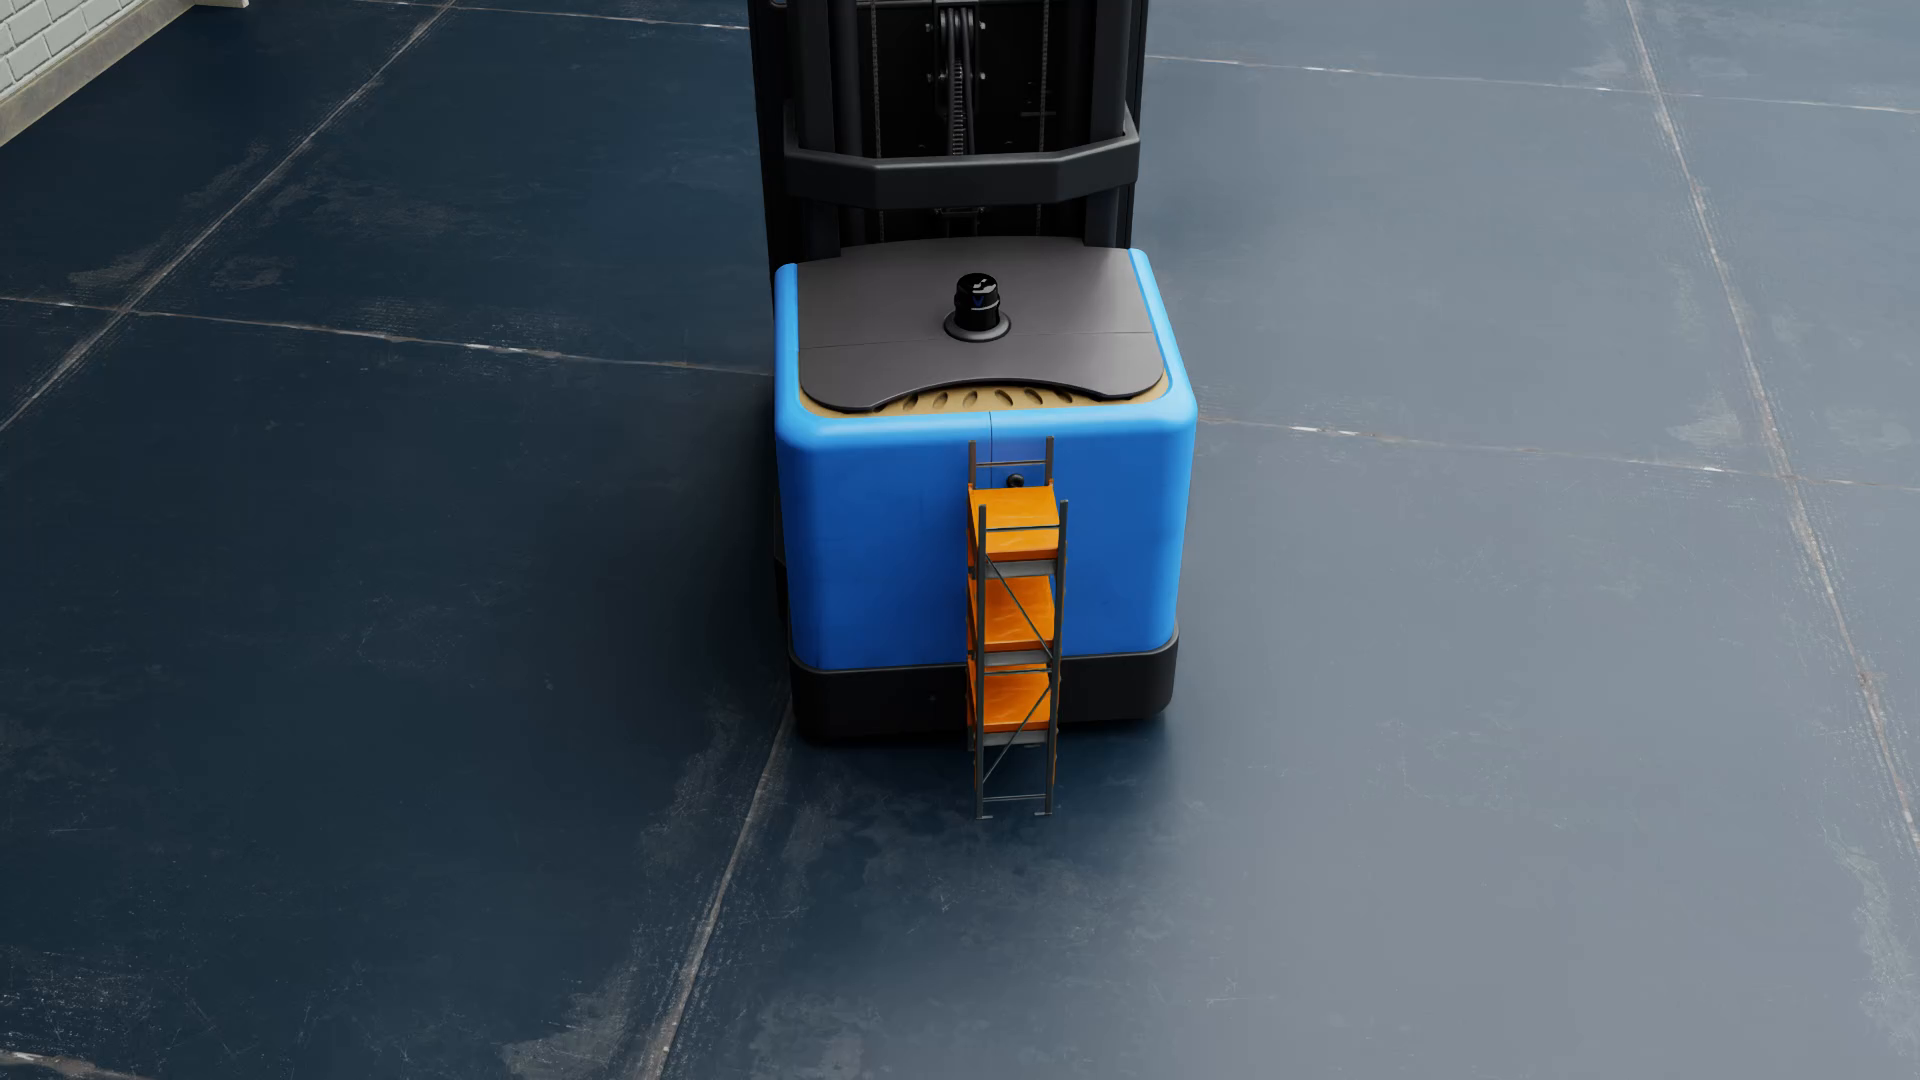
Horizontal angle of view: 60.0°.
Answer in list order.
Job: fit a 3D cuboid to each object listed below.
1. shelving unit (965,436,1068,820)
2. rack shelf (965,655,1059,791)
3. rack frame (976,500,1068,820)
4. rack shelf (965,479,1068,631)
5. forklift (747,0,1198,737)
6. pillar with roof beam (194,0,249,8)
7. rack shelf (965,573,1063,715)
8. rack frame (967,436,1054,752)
[{"bbox_3d":[0.131,0.245,4.130,0.215,1.050,0.252,-3,40,-4],"label":"shelving unit"},{"bbox_3d":[0.131,0.467,4.314,0.215,0.259,0.240,-3,40,-4],"label":"rack shelf"},{"bbox_3d":[0.141,0.322,4.036,0.200,1.050,0.008,-3,40,-4],"label":"rack frame"},{"bbox_3d":[0.131,0.034,3.956,0.215,0.259,0.240,-3,40,-4],"label":"rack shelf"},{"bbox_3d":[-0.053,-1.525,4.795,1.130,2.935,3.031,-3,40,-4],"label":"forklift"},{"bbox_3d":[0.434,-5.876,5.295,9.100,9.000,0.400,6,40,8],"label":"pillar with roof beam"},{"bbox_3d":[0.131,0.253,4.137,0.215,0.259,0.240,-3,40,-4],"label":"rack shelf"},{"bbox_3d":[0.120,0.167,4.224,0.200,1.050,0.008,-3,40,-4],"label":"rack frame"}]
